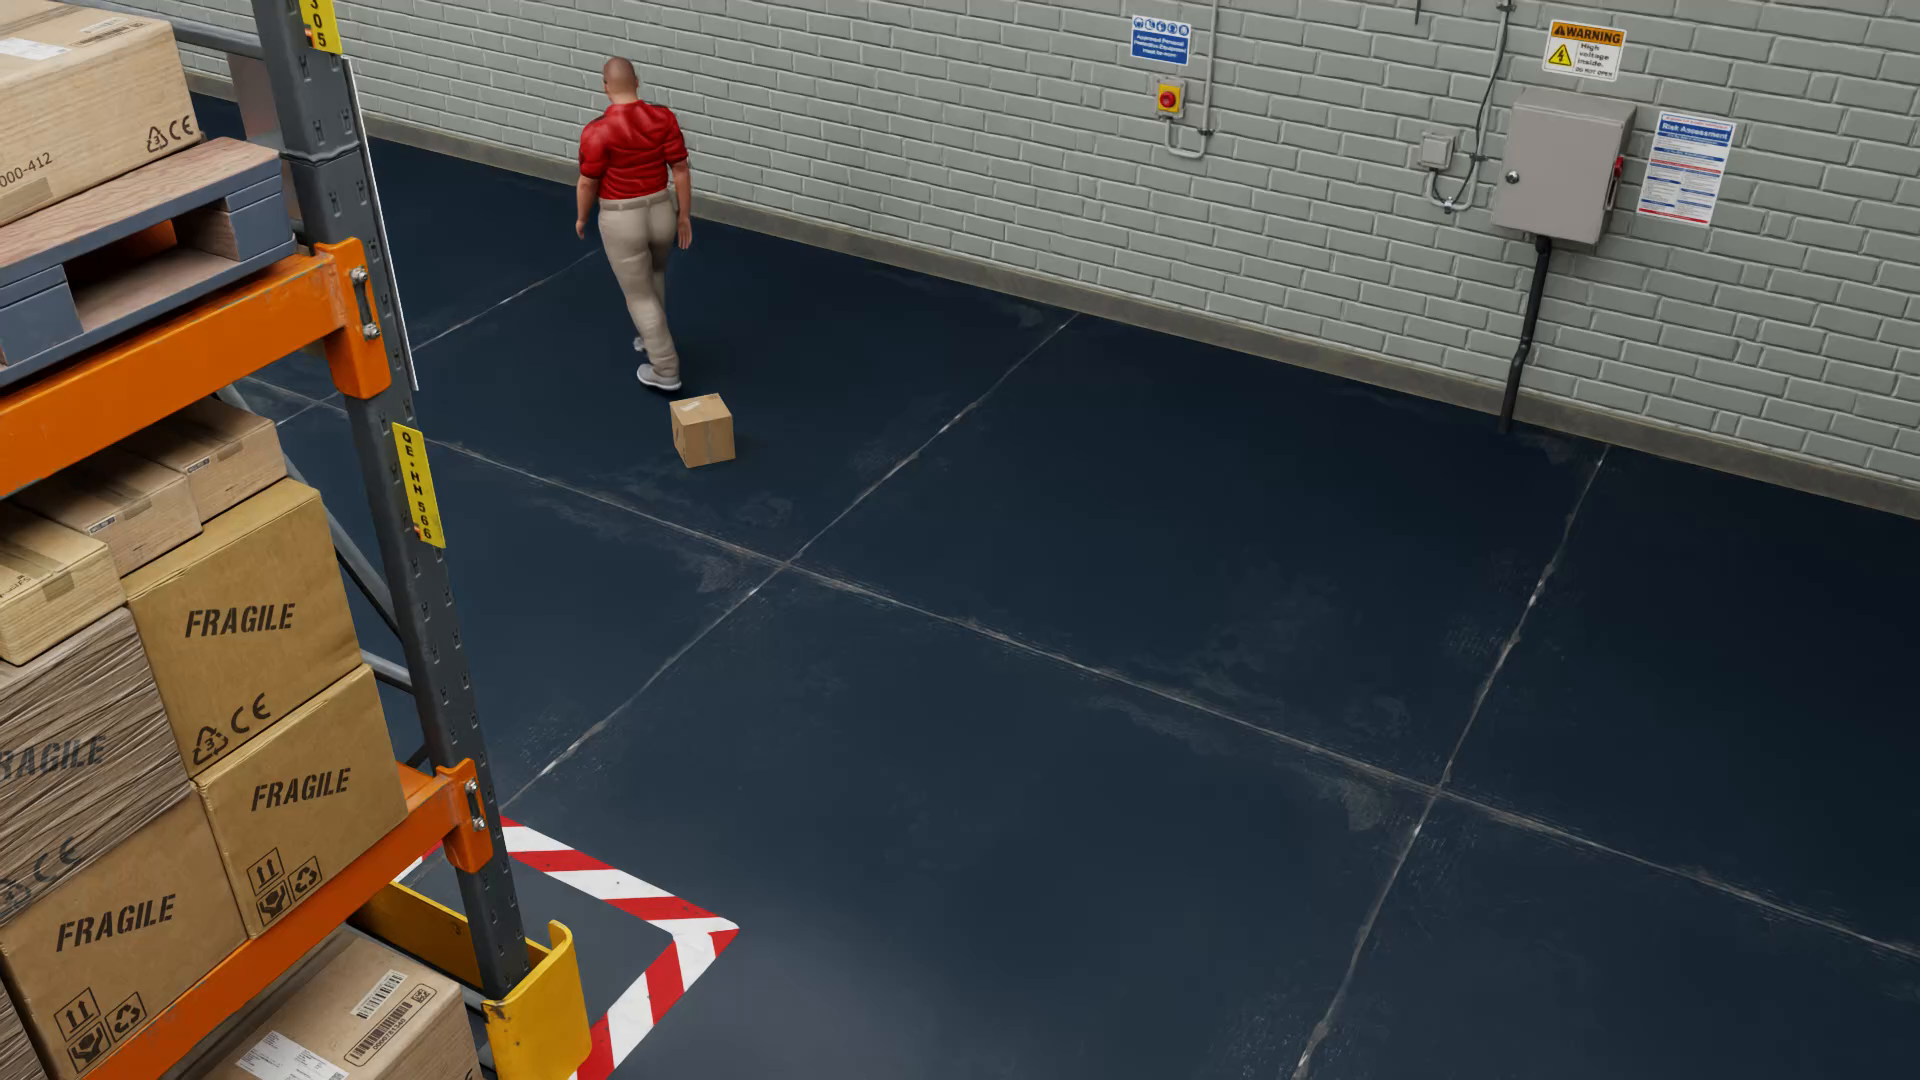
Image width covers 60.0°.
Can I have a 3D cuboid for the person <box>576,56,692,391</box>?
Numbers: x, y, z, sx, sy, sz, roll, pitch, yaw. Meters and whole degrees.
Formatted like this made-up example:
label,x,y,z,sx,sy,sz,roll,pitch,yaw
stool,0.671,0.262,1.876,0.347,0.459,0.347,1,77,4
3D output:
label,x,y,z,sx,sy,sz,roll,pitch,yaw
person,-1.693,-1.629,8.591,0.545,1.767,0.745,-26,42,-33
